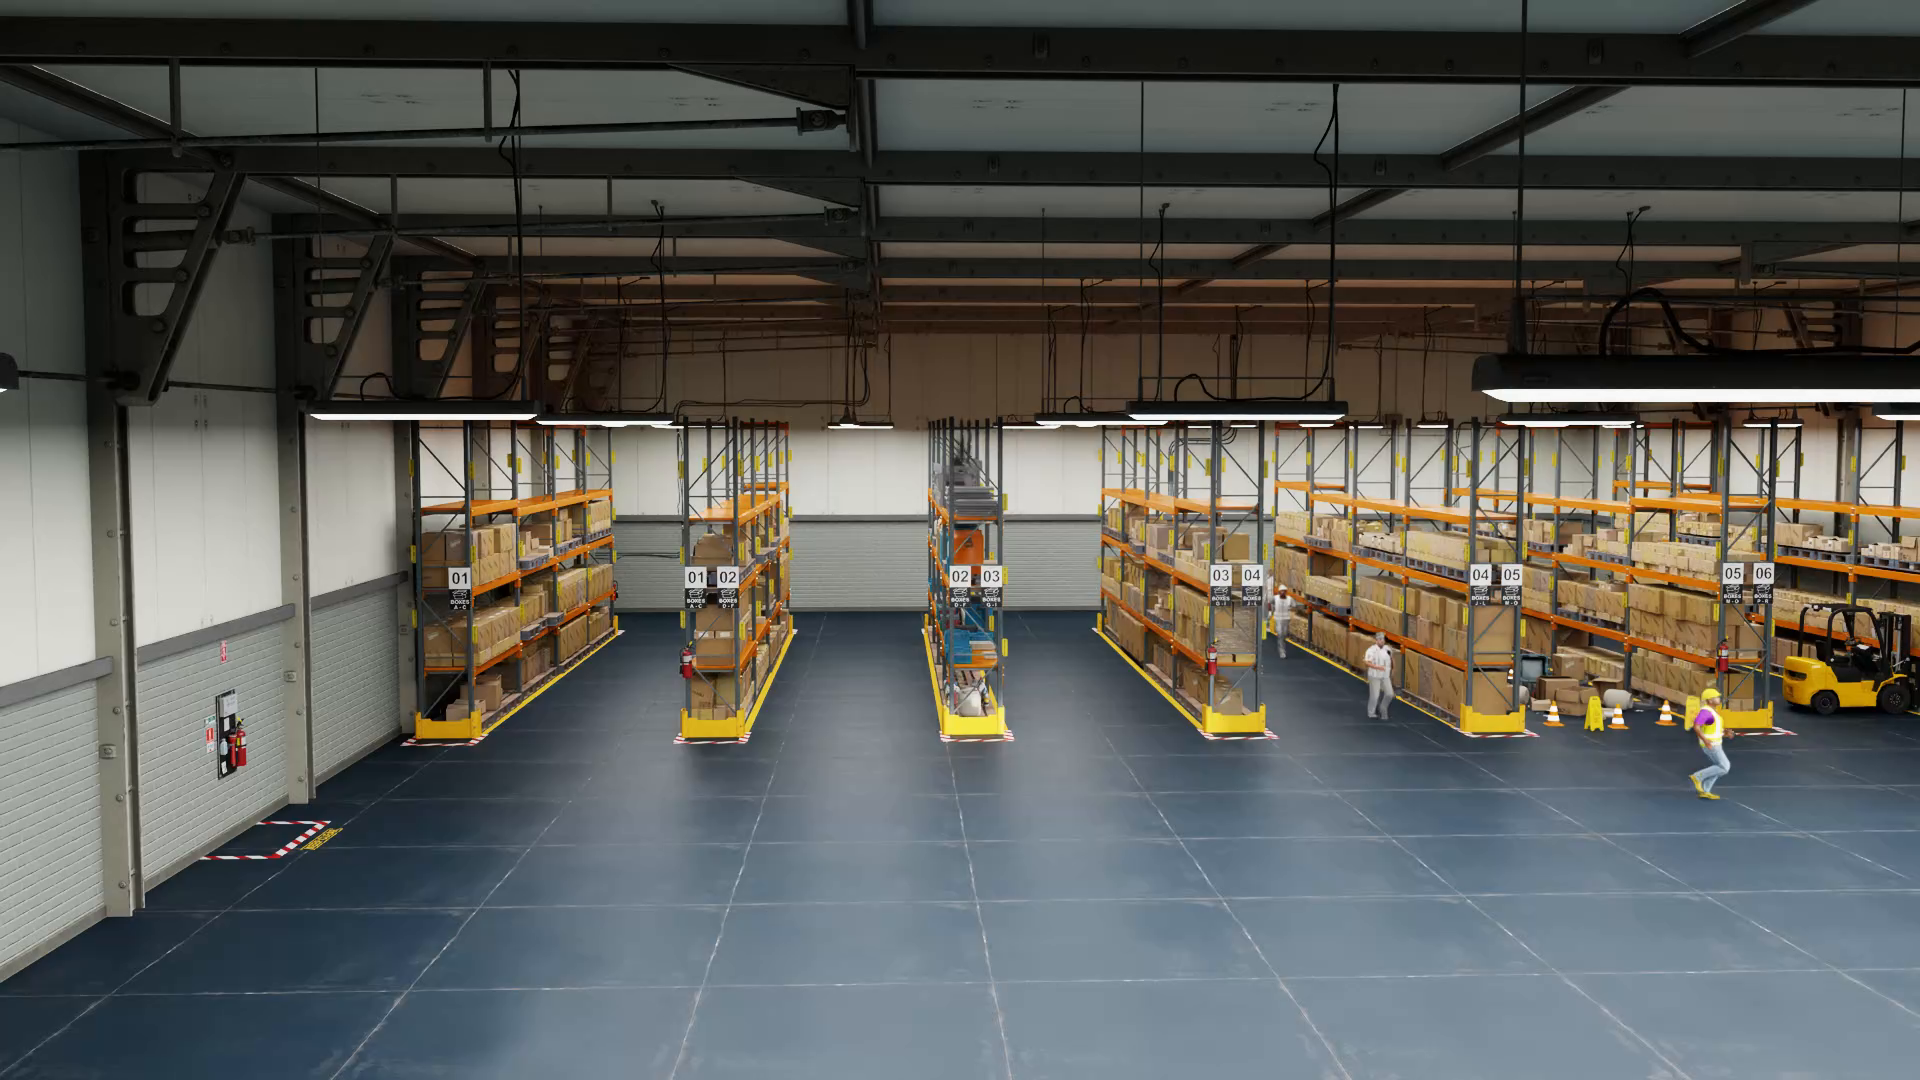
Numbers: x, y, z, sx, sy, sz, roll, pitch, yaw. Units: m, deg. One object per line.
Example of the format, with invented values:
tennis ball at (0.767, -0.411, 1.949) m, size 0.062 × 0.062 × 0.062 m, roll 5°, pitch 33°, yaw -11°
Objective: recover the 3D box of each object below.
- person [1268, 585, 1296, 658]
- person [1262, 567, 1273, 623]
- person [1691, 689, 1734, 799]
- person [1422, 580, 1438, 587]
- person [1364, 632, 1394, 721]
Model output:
person at (8.199, 2.043, 42.299) m, size 0.674 × 1.801 × 0.957 m, roll 0°, pitch 4°, yaw -1°
person at (9.158, 1.700, 48.720) m, size 0.795 × 1.852 × 0.704 m, roll -2°, pitch 4°, yaw -27°
person at (11.714, 3.175, 25.878) m, size 0.580 × 1.721 × 0.699 m, roll 2°, pitch 4°, yaw 31°
person at (13.921, 1.625, 49.398) m, size 1.024 × 1.729 × 0.735 m, roll 0°, pitch 4°, yaw 4°
person at (8.327, 2.715, 32.869) m, size 0.693 × 1.808 × 0.702 m, roll -1°, pitch 4°, yaw -13°
